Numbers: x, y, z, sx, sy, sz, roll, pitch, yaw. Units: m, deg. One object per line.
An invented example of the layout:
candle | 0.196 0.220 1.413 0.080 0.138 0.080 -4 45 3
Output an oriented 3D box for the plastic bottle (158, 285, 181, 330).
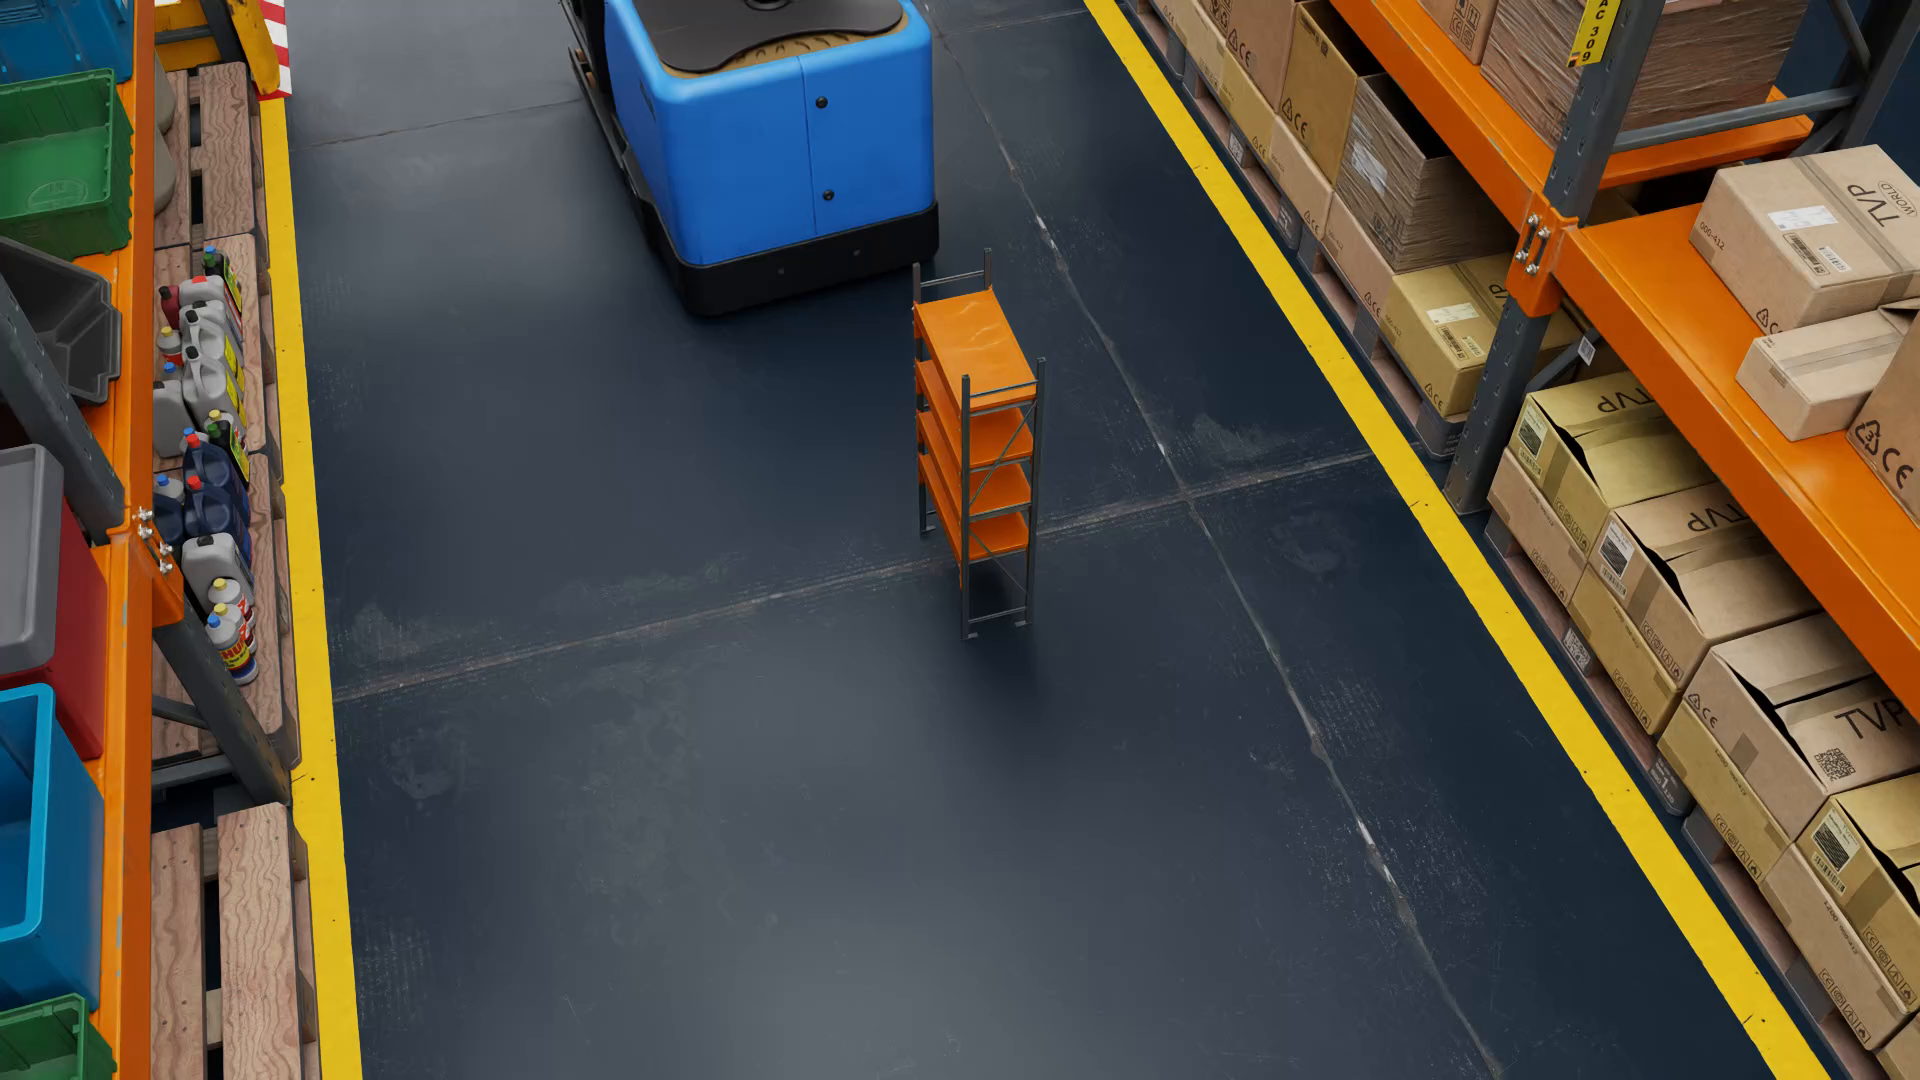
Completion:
plastic bottle | -2.806 -0.816 5.965 0.061 0.283 0.133 -13 51 -11

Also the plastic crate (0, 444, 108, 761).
plastic crate | -2.097 0.179 3.596 0.402 0.464 0.583 -13 51 -11

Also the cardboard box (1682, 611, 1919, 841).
cardboard box | 2.382 0.470 4.548 0.500 0.311 0.500 -15 51 -12

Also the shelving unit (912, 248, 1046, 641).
shelving unit | 0.049 -0.266 5.189 0.258 1.200 0.503 -13 51 -11

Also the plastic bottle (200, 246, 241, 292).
plastic bottle | -2.753 -1.004 6.177 0.097 0.201 0.097 0 50 0

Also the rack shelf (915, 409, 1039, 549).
rack shelf | 0.049 -0.222 5.241 0.258 0.148 0.480 -13 51 -11

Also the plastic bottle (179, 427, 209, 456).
plastic bottle | -2.510 -0.268 5.511 0.097 0.271 0.097 0 50 0

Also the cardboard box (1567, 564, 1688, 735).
cardboard box | 2.233 0.273 5.082 0.500 0.250 0.500 -12 51 -10

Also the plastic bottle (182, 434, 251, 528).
plastic bottle | -2.430 -0.194 5.397 0.144 0.351 0.185 -15 52 -13

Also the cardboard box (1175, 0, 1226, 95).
cardboard box | 1.263 -2.201 7.168 0.500 0.250 0.500 -13 51 -11

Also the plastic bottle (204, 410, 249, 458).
plastic bottle | -2.492 -0.358 5.633 0.097 0.201 0.097 0 50 0

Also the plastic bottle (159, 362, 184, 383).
plastic bottle | -2.713 -0.533 5.780 0.097 0.201 0.097 0 50 0

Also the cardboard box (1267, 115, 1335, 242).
cardboard box | 1.554 -1.470 6.551 0.500 0.250 0.500 -13 51 -11

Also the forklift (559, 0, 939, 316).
forklift | -1.099 -2.958 6.327 1.130 2.935 3.031 -17 52 -14

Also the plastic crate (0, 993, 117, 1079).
plastic crate | -1.748 1.191 2.922 0.450 0.188 0.662 -13 51 -11

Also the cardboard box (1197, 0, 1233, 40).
cardboard box | 1.274 -2.446 6.883 0.500 0.500 0.500 -13 51 -11

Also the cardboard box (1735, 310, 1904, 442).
cardboard box | 2.267 -0.428 4.313 0.380 0.149 0.250 -13 51 -11

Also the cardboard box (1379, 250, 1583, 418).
cardboard box | 1.855 -0.741 5.936 0.500 0.250 0.500 -13 51 -11

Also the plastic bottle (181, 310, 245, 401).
plastic bottle | -2.611 -0.641 5.773 0.144 0.351 0.185 -11 51 -9

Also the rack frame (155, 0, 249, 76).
rack frame | -3.715 -3.007 6.323 1.000 3.000 0.127 -13 51 -11

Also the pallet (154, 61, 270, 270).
pallet | -3.413 -1.468 6.850 1.003 0.211 1.213 -13 51 -11

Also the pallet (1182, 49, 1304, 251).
pallet | 1.641 -1.787 7.118 1.003 0.211 1.213 -13 51 -11

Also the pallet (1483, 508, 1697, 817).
pallet | 2.456 0.226 5.422 1.003 0.211 1.213 -13 51 -11

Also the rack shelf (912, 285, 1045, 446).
rack shelf | 0.049 -0.519 4.889 0.258 0.148 0.480 -13 51 -11

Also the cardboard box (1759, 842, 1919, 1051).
cardboard box | 2.539 1.022 4.450 0.500 0.250 0.500 -12 51 -10

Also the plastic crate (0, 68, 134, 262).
plastic crate | -2.664 -1.072 4.831 0.450 0.188 0.662 -13 51 -11

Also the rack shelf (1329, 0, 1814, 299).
rack shelf | 1.609 -2.431 6.308 1.077 0.370 4.000 -13 51 -11

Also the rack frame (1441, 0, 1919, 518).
rack frame | 2.201 -1.202 4.802 1.000 3.000 0.127 -13 51 -11

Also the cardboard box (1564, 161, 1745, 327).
cardboard box | 2.363 -1.103 5.751 0.500 0.500 0.500 -13 51 -11

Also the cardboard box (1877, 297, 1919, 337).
cardboard box | 2.636 -0.558 4.347 0.396 0.266 0.258 -14 51 -12

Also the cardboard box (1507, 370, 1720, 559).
cardboard box | 2.085 -0.274 5.176 0.500 0.311 0.500 -13 51 -11

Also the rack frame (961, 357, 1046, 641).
rack frame | 0.121 -0.088 5.039 0.240 1.200 0.015 -13 51 -11

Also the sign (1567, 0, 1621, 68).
sign | 1.671 -1.380 4.334 0.100 0.325 0.005 -13 51 -11

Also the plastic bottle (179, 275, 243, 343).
plastic bottle | -2.705 -0.838 5.988 0.152 0.276 0.135 -13 51 -11

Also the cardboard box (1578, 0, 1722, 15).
cardboard box | 1.916 -1.594 4.642 0.380 0.149 0.250 -13 51 -11

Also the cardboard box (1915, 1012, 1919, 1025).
cardboard box | 2.687 1.215 3.921 0.500 0.311 0.500 -14 51 -11

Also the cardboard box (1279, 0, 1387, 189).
cardboard box | 1.567 -1.715 6.267 0.500 0.500 0.500 -13 51 -11

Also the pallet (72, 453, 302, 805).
pallet | -2.691 0.314 5.347 1.003 0.211 1.213 -13 51 -11

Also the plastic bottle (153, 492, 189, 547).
plastic bottle | -2.512 -0.024 5.253 0.144 0.351 0.185 -13 51 -11

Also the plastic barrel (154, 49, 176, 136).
plastic barrel | -3.447 -1.877 6.723 0.421 0.512 0.421 0 50 0

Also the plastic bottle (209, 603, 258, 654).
plastic bottle | -2.238 0.269 5.104 0.097 0.201 0.097 0 50 0

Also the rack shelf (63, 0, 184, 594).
rack shelf | -3.124 -1.314 5.366 1.077 0.370 4.000 -13 51 -11

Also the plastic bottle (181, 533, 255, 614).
plastic bottle | -2.329 0.089 5.207 0.152 0.276 0.135 -12 51 -10

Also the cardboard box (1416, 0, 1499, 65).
cardboard box | 1.901 -1.941 5.359 0.700 0.500 0.500 -14 51 -11
